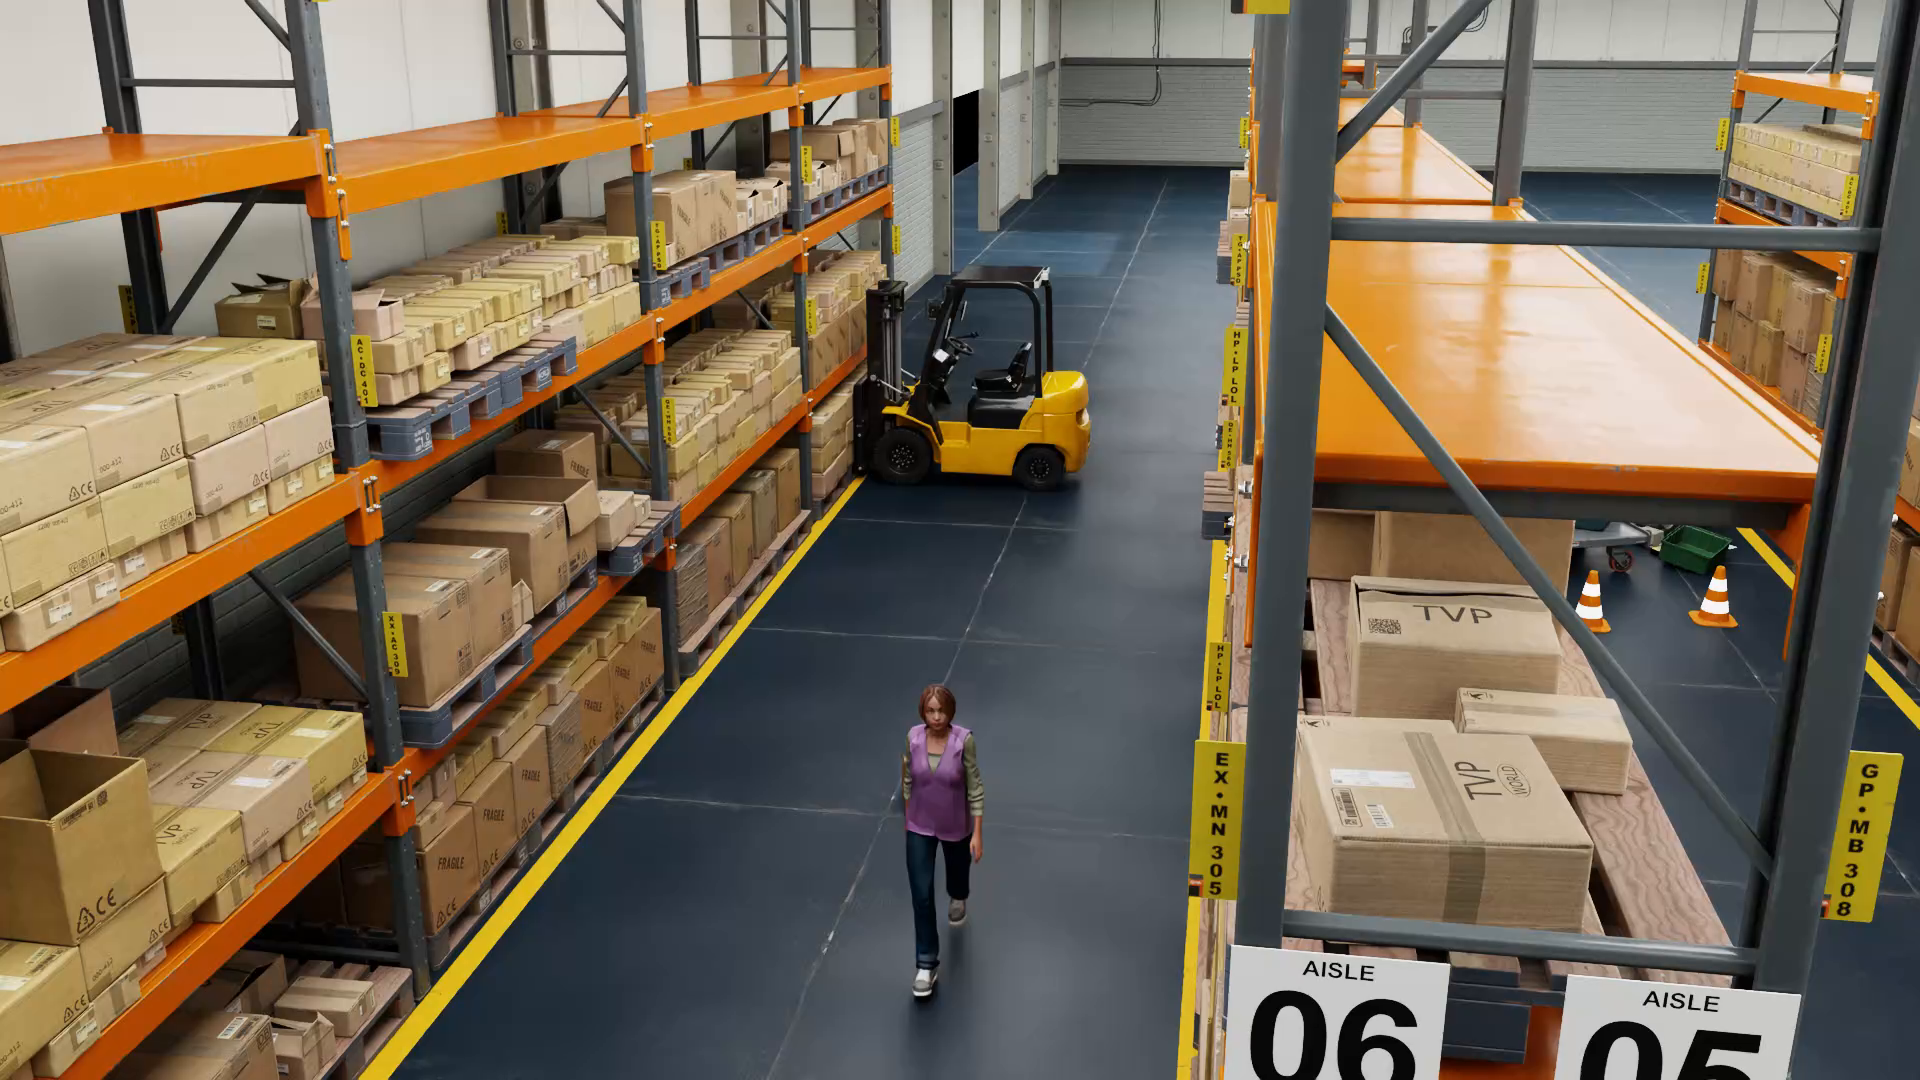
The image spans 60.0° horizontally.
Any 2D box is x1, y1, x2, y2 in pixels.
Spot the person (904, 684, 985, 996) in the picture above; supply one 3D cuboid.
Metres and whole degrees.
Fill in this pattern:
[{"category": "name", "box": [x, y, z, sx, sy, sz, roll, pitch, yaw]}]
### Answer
[{"category": "person", "box": [-0.082, 1.466, 8.583, 0.430, 1.556, 0.867, 2, 18, 6]}]
